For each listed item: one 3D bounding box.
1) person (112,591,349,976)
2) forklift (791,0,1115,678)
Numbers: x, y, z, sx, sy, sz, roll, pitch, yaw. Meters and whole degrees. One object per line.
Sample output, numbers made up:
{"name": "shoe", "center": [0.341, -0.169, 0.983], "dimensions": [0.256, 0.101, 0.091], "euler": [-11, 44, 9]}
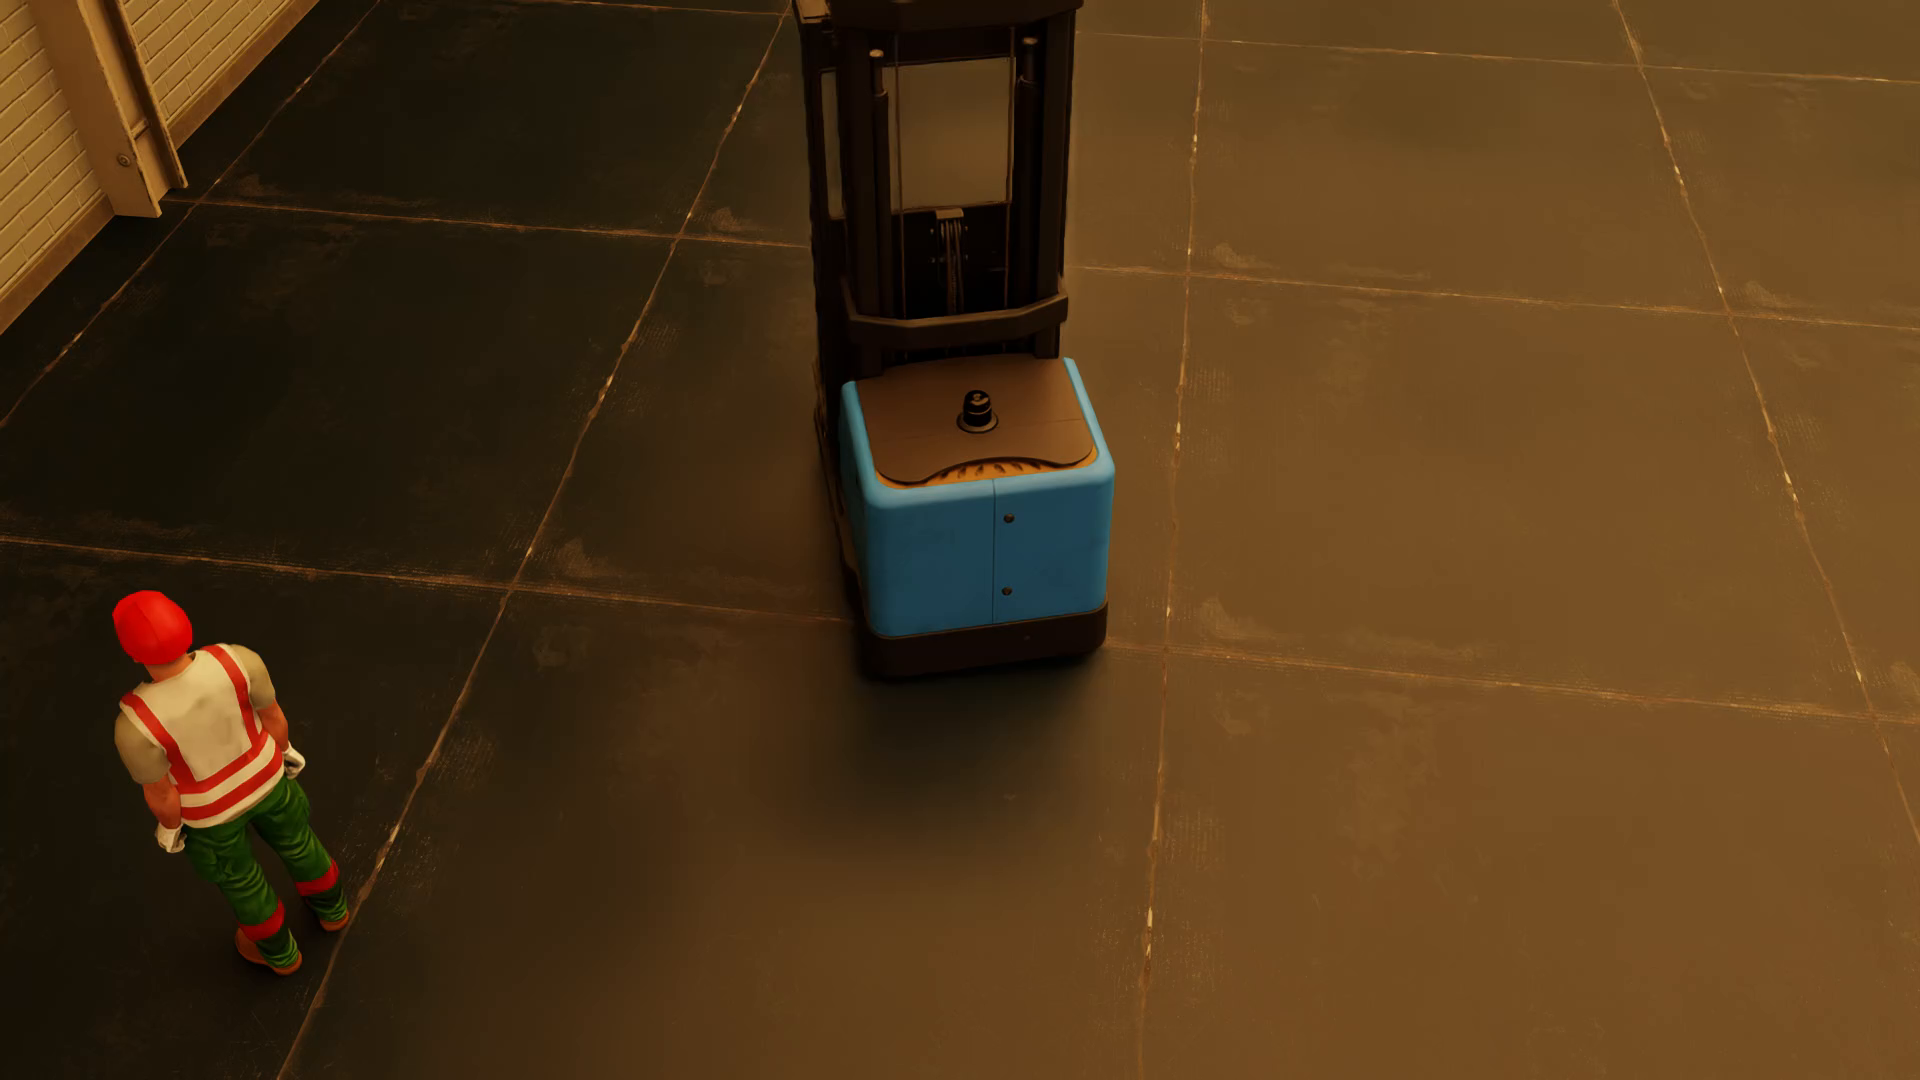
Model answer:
{"name": "person", "center": [-2.504, 0.837, 5.657], "dimensions": [0.363, 1.796, 0.526], "euler": [28, 50, 27]}
{"name": "forklift", "center": [-0.132, -1.494, 7.351], "dimensions": [1.130, 2.935, 3.031], "euler": [-7, 43, -8]}
